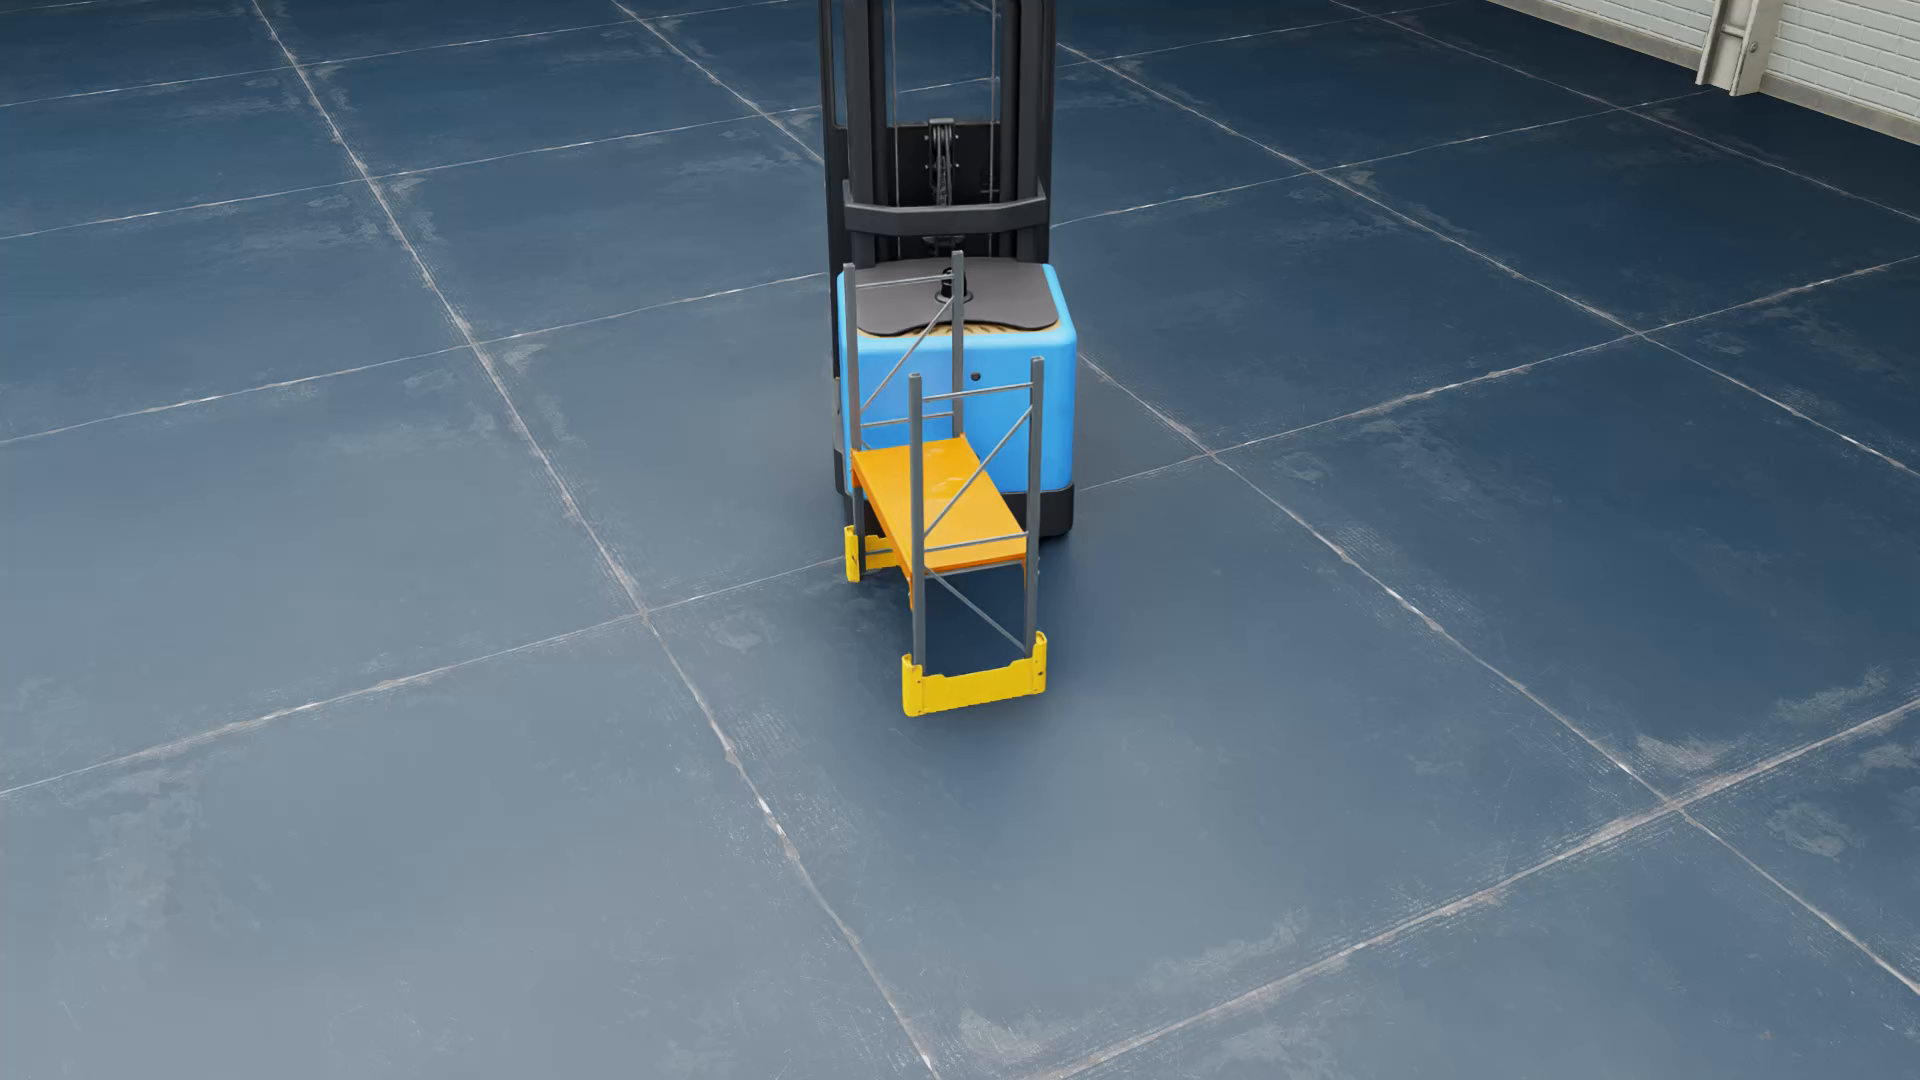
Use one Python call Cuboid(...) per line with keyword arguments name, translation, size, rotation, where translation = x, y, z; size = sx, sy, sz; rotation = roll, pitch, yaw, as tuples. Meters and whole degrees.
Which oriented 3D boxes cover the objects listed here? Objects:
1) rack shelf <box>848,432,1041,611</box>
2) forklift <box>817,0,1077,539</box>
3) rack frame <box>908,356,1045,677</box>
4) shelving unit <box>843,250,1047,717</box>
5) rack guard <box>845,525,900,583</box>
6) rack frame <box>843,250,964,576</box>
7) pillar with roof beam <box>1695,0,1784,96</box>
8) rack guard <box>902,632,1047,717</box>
Cuboid(name="rack shelf", translation=(-0.084, -0.099, 6.847), size=(0.538, 0.185, 1.000), rotation=(-9, 34, -14))
Cuboid(name="forklift", translation=(-0.129, -1.985, 8.131), size=(1.130, 2.935, 3.031), rotation=(-3, 33, -4))
Cuboid(name="rack frame", translation=(0.060, 0.013, 6.340), size=(0.500, 1.500, 0.032), rotation=(-9, 34, -14))
Cuboid(name="shelving unit", translation=(-0.081, -0.245, 6.743), size=(0.587, 1.500, 1.083), rotation=(-9, 34, -14))
Cuboid(name="rack guard", translation=(-0.223, 0.023, 7.482), size=(0.587, 0.250, 0.087), rotation=(-9, 34, -14))
Cuboid(name="rack frame", translation=(-0.228, -0.513, 7.161), size=(0.500, 1.500, 0.032), rotation=(-9, 34, -14))
Cuboid(name="pillar with roof beam", translation=(2.418, -6.381, 9.368), size=(9.100, 9.000, 0.400), rotation=(-16, 36, -23))
Cuboid(name="rack guard", translation=(0.060, 0.538, 6.678), size=(0.587, 0.250, 0.087), rotation=(-9, 34, -14))
